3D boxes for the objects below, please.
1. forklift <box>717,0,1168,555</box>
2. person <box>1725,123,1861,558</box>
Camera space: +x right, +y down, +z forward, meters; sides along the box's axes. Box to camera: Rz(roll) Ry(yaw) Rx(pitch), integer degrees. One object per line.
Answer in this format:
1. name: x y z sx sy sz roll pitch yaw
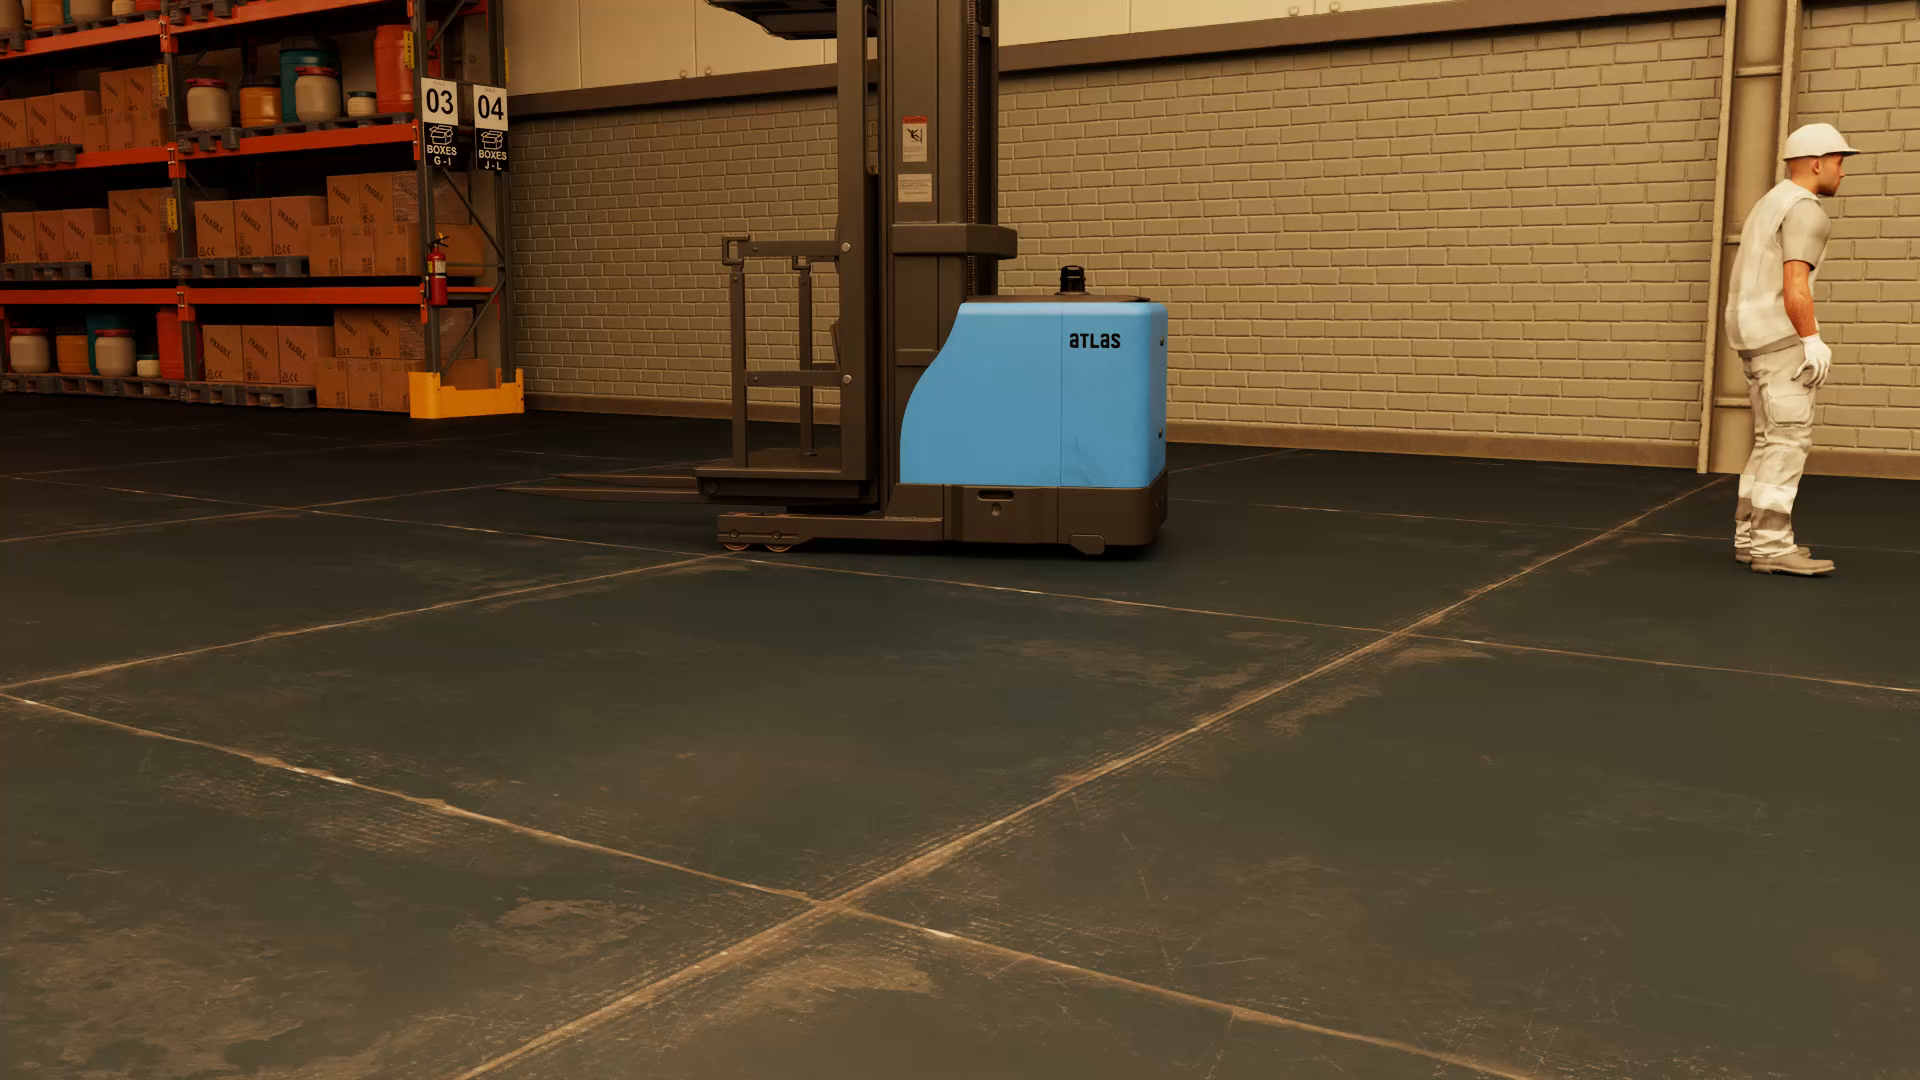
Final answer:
1. forklift: -0.596 -1.469 7.520 3.031 2.935 1.130 2 8 12
2. person: 3.350 -0.802 6.725 0.445 1.723 0.623 2 8 12
